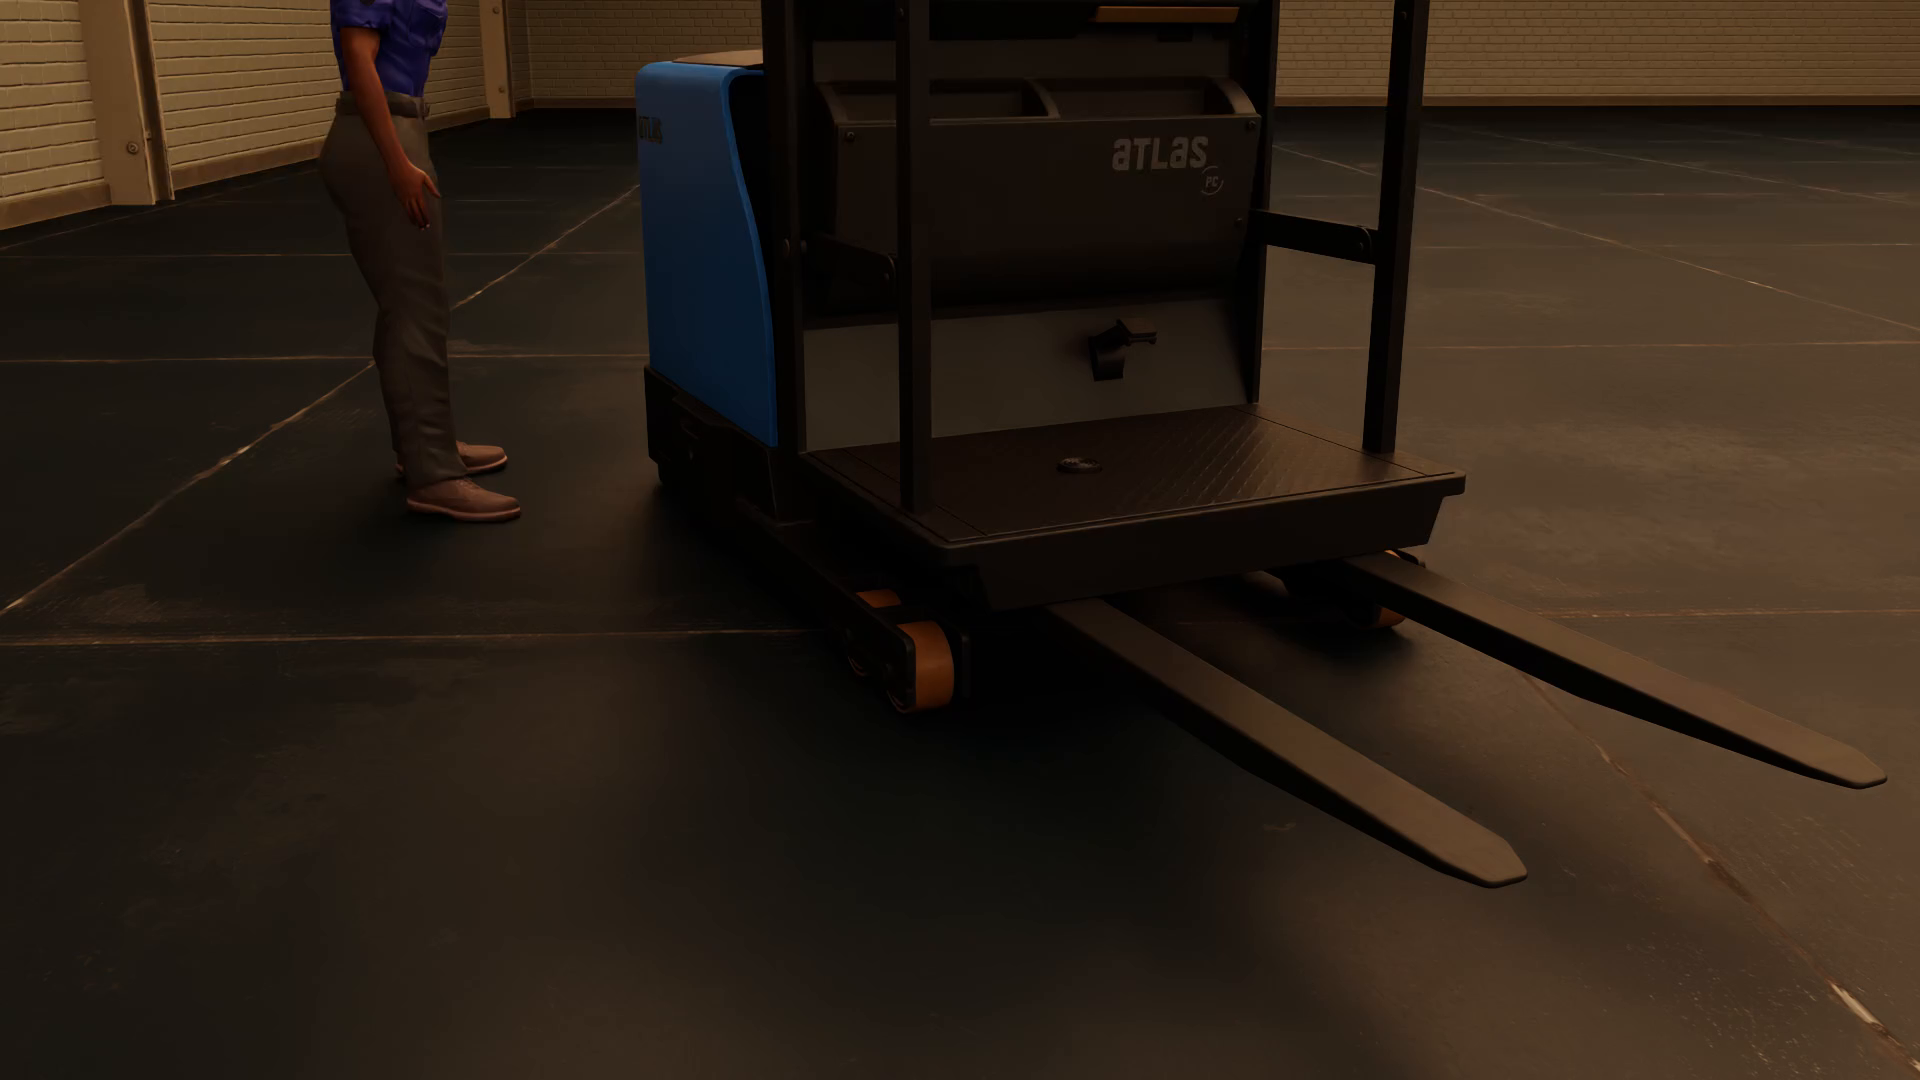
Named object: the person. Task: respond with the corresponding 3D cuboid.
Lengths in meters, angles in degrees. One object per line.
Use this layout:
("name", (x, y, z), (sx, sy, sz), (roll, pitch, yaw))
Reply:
("person", (-1.340, -0.906, 4.062), (0.405, 1.660, 0.615), (-4, 17, -12))

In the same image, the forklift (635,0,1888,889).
("forklift", (0.258, -1.240, 2.962), (1.130, 2.935, 3.031), (-8, 19, -24))
